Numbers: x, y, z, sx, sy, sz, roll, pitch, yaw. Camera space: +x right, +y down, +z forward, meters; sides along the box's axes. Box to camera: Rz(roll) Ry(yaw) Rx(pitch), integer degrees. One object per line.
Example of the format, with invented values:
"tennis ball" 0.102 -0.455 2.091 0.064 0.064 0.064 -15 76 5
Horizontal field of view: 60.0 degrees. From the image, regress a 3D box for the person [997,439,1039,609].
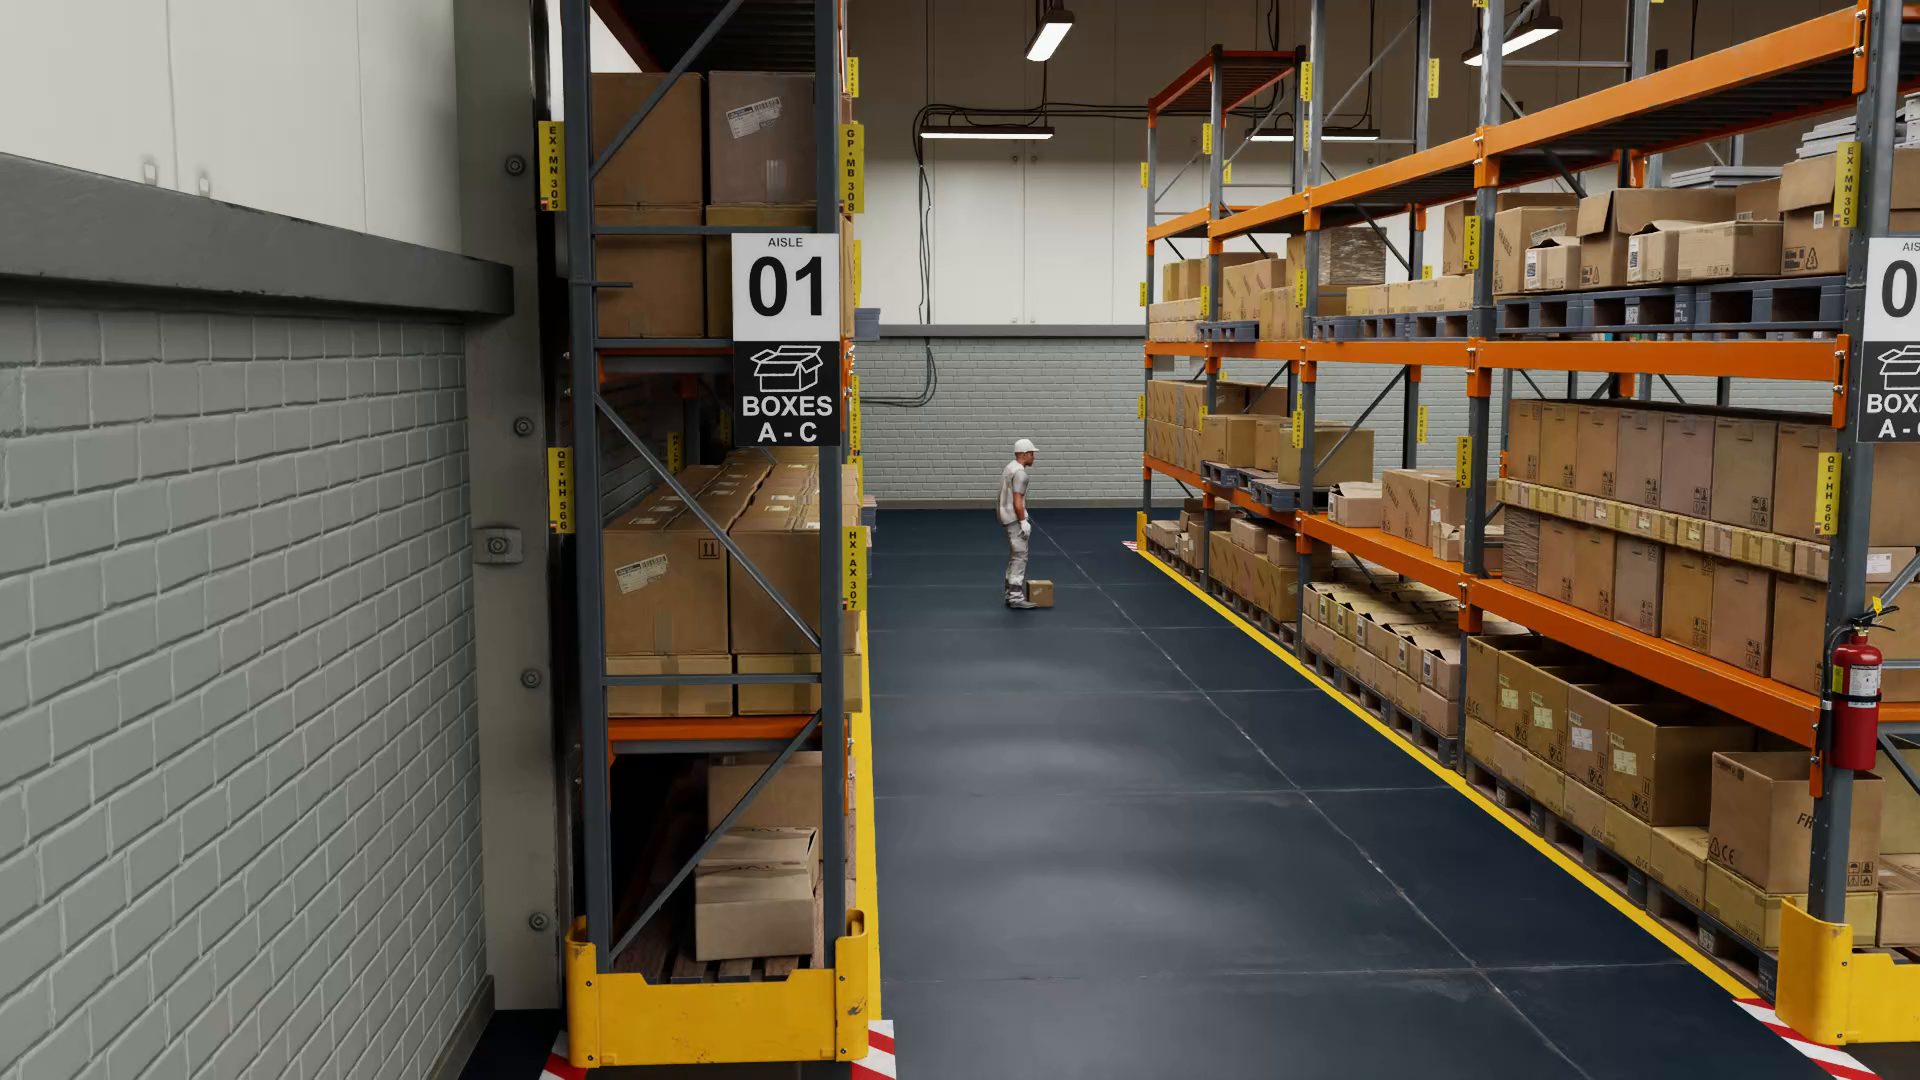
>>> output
"person" 0.626 -0.183 17.712 0.448 1.780 0.619 -1 7 -7
